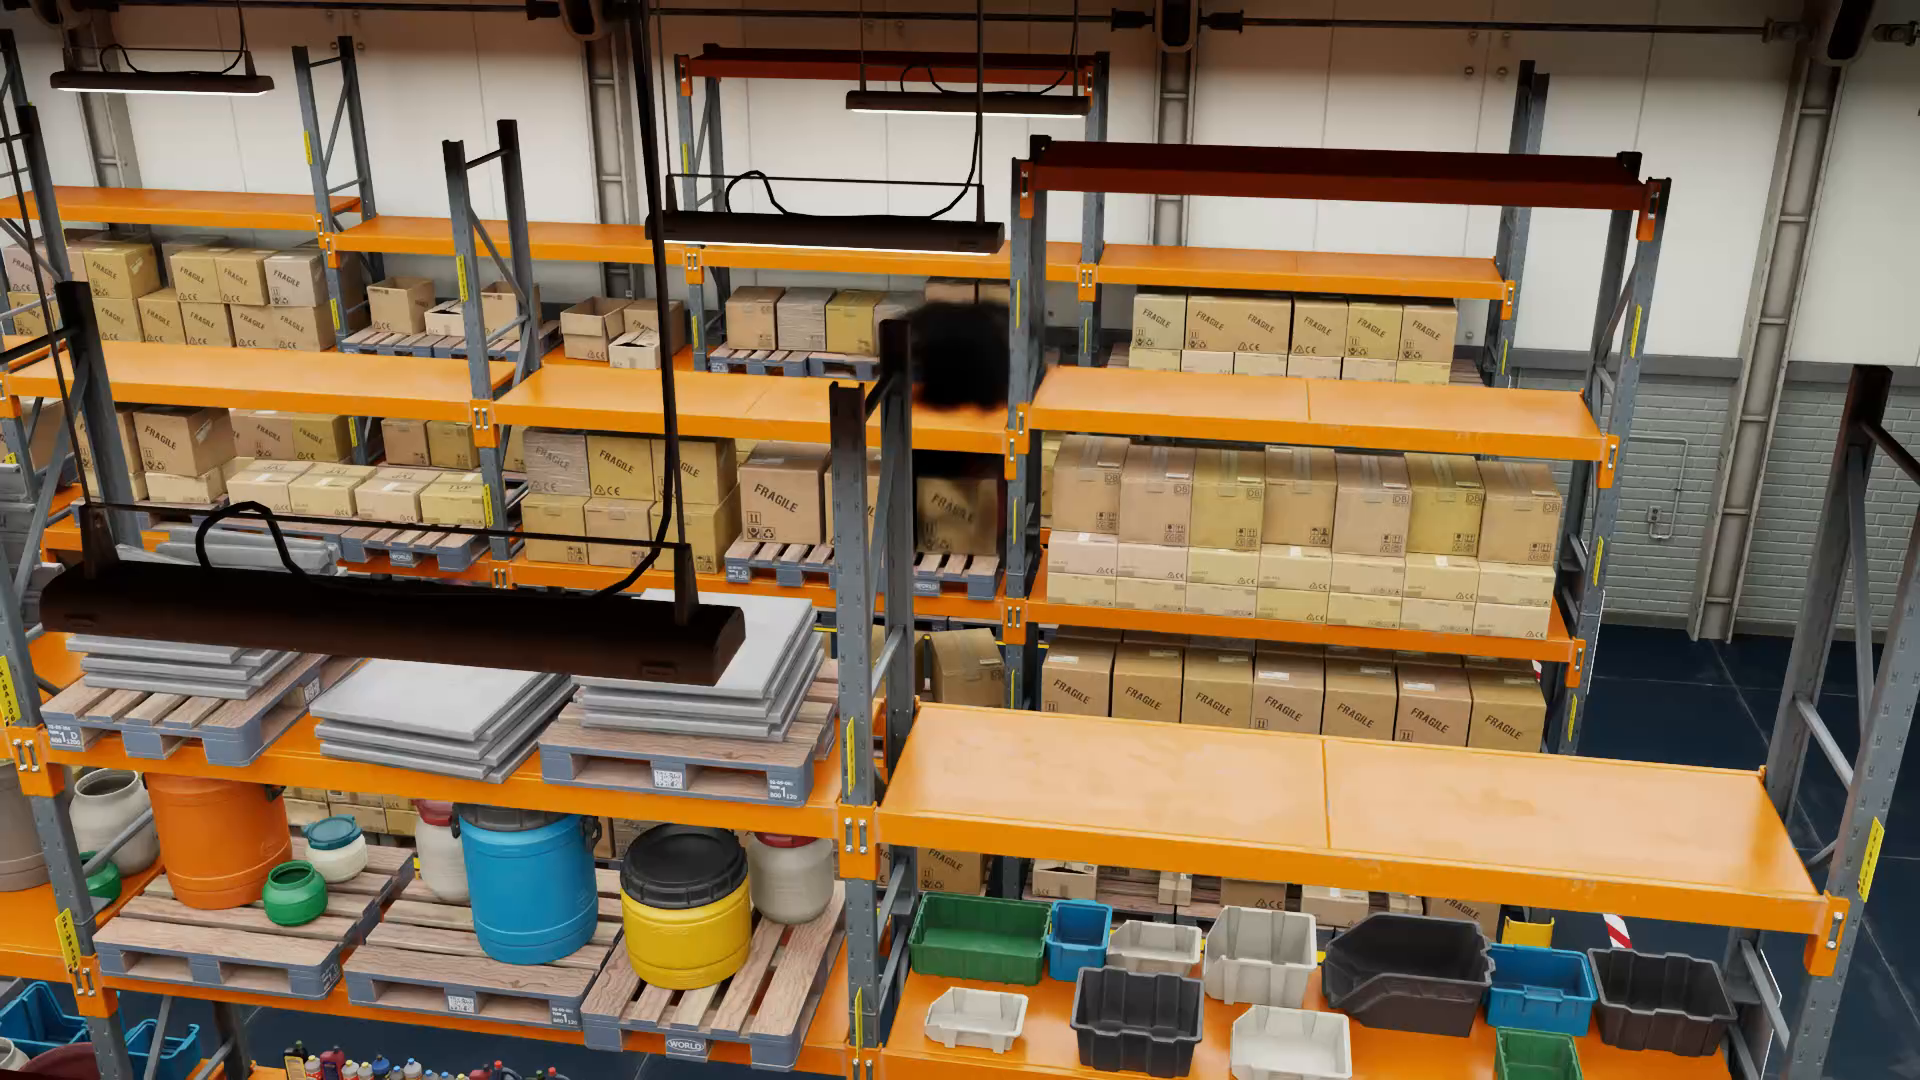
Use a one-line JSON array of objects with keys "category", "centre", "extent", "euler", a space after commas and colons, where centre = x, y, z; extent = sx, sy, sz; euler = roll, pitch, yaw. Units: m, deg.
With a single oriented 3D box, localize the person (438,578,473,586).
[{"category": "person", "centre": [-5.187, 0.531, 17.127], "extent": [0.808, 1.559, 0.492], "euler": [-10, 25, -22]}]
